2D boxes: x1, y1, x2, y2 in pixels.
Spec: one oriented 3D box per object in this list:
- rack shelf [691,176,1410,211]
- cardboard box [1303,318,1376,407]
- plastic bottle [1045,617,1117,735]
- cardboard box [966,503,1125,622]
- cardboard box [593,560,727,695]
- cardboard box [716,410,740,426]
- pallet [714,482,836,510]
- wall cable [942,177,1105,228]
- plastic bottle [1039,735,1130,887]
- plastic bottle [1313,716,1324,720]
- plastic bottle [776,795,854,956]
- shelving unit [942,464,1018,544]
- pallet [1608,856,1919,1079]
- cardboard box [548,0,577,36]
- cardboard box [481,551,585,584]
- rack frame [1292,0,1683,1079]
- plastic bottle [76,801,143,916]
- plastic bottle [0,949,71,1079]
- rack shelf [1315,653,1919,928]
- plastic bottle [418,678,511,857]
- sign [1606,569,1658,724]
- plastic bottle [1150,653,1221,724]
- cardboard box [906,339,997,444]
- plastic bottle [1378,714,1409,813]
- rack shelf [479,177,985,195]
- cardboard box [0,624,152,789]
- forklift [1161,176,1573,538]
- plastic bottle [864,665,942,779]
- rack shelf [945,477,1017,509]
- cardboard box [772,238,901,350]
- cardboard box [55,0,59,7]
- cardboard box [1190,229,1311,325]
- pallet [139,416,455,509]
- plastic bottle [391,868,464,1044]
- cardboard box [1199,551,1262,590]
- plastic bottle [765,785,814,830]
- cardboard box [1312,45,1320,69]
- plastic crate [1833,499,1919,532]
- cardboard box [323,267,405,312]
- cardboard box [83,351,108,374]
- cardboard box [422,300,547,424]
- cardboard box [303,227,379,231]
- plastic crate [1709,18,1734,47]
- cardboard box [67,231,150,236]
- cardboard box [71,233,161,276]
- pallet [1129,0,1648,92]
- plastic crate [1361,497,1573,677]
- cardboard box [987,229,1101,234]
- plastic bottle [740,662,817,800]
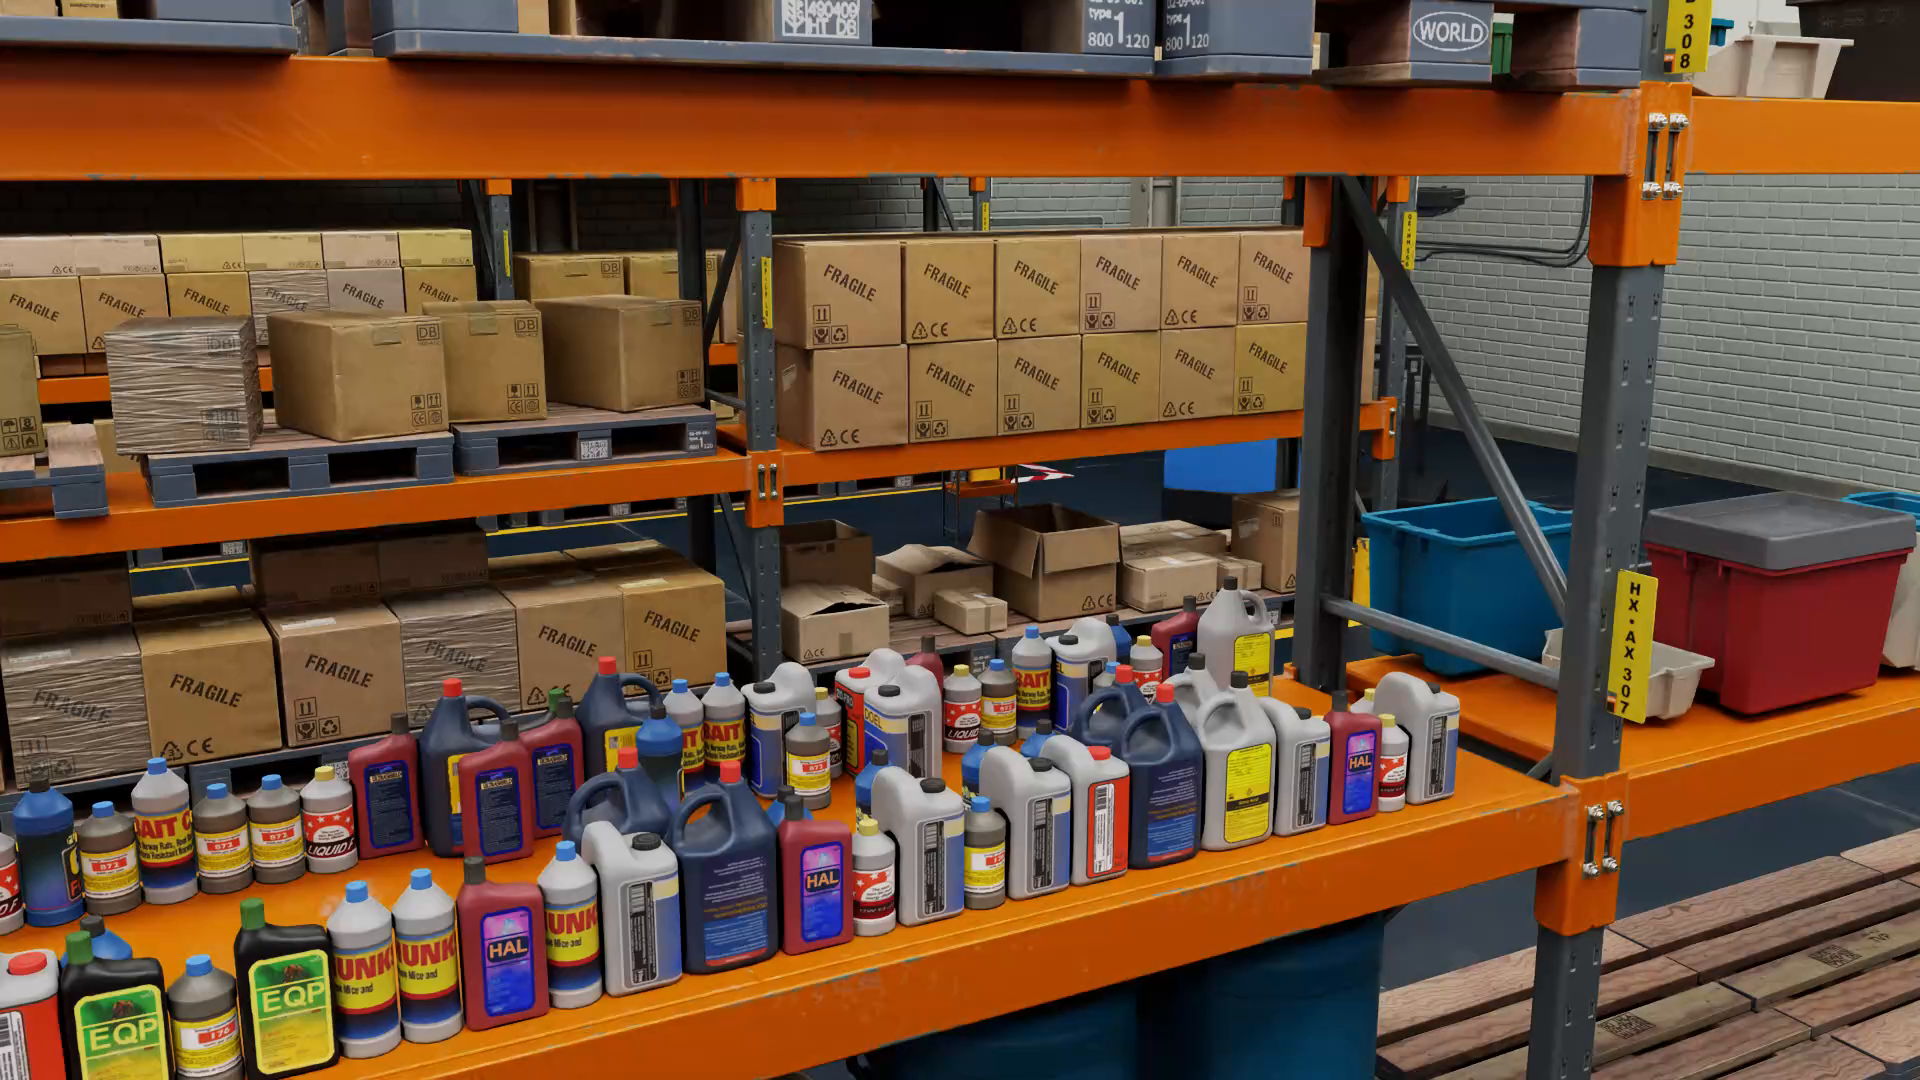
[{"bbox_3d":[0.585,-2.018,9.049,4.000,0.370,1.077,-7,14,-28],"label":"rack shelf"},{"bbox_3d":[2.077,-1.065,9.780,0.500,0.500,0.500,-6,14,-26],"label":"cardboard box"},{"bbox_3d":[0.289,0.335,4.073,0.135,0.276,0.152,-7,14,-28],"label":"plastic bottle"},{"bbox_3d":[0.476,0.110,9.473,0.637,0.503,0.797,-7,14,-28],"label":"cardboard box"},{"bbox_3d":[-1.467,0.417,8.114,0.500,0.500,0.500,-7,14,-28],"label":"cardboard box"},{"bbox_3d":[-1.948,-0.799,13.564,0.500,0.500,0.700,-6,14,-27],"label":"cardboard box"},{"bbox_3d":[-1.771,-0.483,13.773,1.213,0.211,1.003,-7,14,-28],"label":"pallet"},{"bbox_3d":[0.634,-2.882,15.771,1.851,1.984,0.084,-7,14,-28],"label":"wall cable"},{"bbox_3d":[0.245,0.516,3.267,0.135,0.276,0.152,-7,14,-28],"label":"plastic bottle"},{"bbox_3d":[0.773,0.481,3.594,0.097,0.201,0.097,0,13,0],"label":"plastic bottle"},{"bbox_3d":[-0.258,0.584,2.947,0.133,0.283,0.061,-7,14,-28],"label":"plastic bottle"},{"bbox_3d":[0.145,-0.603,12.055,0.503,1.200,0.258,-7,14,-28],"label":"shelving unit"},{"bbox_3d":[2.898,1.407,5.378,1.213,0.211,1.003,-7,14,-28],"label":"pallet"},{"bbox_3d":[-1.648,-2.422,7.794,0.600,0.600,0.600,-8,15,-33],"label":"cardboard box"},{"bbox_3d":[-2.175,0.372,8.314,0.500,0.500,0.500,-7,14,-27],"label":"cardboard box"},{"bbox_3d":[1.199,0.260,4.121,0.127,3.000,1.000,-7,14,-28],"label":"rack frame"},{"bbox_3d":[-1.592,0.590,3.110,0.097,0.201,0.097,0,13,0],"label":"plastic bottle"},{"bbox_3d":[-1.371,0.710,2.406,0.135,0.276,0.152,-7,14,-28],"label":"plastic bottle"},{"bbox_3d":[2.955,0.401,5.135,4.000,0.370,1.077,-7,14,-28],"label":"rack shelf"},{"bbox_3d":[-0.998,0.451,3.384,0.185,0.351,0.144,-7,14,-28],"label":"plastic bottle"},{"bbox_3d":[1.461,0.231,3.618,0.005,0.325,0.100,-7,14,-28],"label":"sign"},{"bbox_3d":[0.480,0.416,3.540,0.185,0.351,0.144,-7,14,-28],"label":"plastic bottle"},{"bbox_3d":[-0.145,-0.799,8.600,0.500,0.500,0.500,-7,14,-27],"label":"cardboard box"},{"bbox_3d":[0.920,0.478,3.604,0.097,0.201,0.097,0,13,0],"label":"plastic bottle"},{"bbox_3d":[-1.792,-2.972,13.289,4.000,0.370,1.077,-7,14,-28],"label":"rack shelf"},{"bbox_3d":[-3.688,0.682,6.938,0.500,0.500,0.500,-7,15,-30],"label":"cardboard box"},{"bbox_3d":[3.084,-1.500,12.097,3.031,2.935,1.130,5,14,21],"label":"forklift"},{"bbox_3d":[-0.129,0.423,3.681,0.135,0.276,0.152,-7,14,-28],"label":"plastic bottle"},{"bbox_3d":[0.145,-0.343,12.113,0.480,0.148,0.258,-7,14,-28],"label":"rack shelf"},{"bbox_3d":[-0.622,-1.227,8.223,0.500,0.500,0.500,-6,14,-26],"label":"cardboard box"},{"bbox_3d":[-3.401,-2.426,6.719,0.500,0.500,0.500,-7,14,-28],"label":"cardboard box"},{"bbox_3d":[1.638,-1.499,9.433,0.500,0.500,0.500,-6,14,-26],"label":"cardboard box"},{"bbox_3d":[-2.977,-0.386,7.428,1.213,0.211,1.003,-7,14,-28],"label":"pallet"},{"bbox_3d":[-0.851,0.657,2.653,0.097,0.271,0.097,0,13,0],"label":"plastic bottle"},{"bbox_3d":[1.582,0.182,9.919,0.250,0.166,0.380,-7,14,-28],"label":"cardboard box"},{"bbox_3d":[-0.312,0.577,3.008,0.097,0.271,0.097,0,13,0],"label":"plastic bottle"},{"bbox_3d":[2.011,-2.646,9.408,0.500,0.250,0.500,-7,14,-28],"label":"cardboard box"},{"bbox_3d":[2.917,0.025,5.413,0.300,0.233,0.416,-7,14,-28],"label":"plastic crate"},{"bbox_3d":[-4.275,-1.700,11.880,0.500,0.500,0.500,-7,14,-27],"label":"cardboard box"},{"bbox_3d":[-5.774,-1.221,11.229,0.250,0.149,0.380,-6,14,-27],"label":"cardboard box"},{"bbox_3d":[-2.267,-0.857,7.901,0.500,0.500,0.700,-4,13,-19],"label":"cardboard box"},{"bbox_3d":[-4.532,-2.164,12.234,0.500,0.250,0.500,-7,14,-27],"label":"cardboard box"},{"bbox_3d":[1.845,-1.279,4.509,0.300,0.233,0.416,-7,14,-28],"label":"plastic crate"},{"bbox_3d":[-5.877,-2.002,11.516,0.500,0.250,0.500,-7,15,-29],"label":"cardboard box"},{"bbox_3d":[-5.628,-1.906,11.087,0.500,0.250,0.500,-7,14,-27],"label":"cardboard box"},{"bbox_3d":[0.558,-1.010,3.362,1.003,0.211,1.213,-7,14,-28],"label":"pallet"},{"bbox_3d":[1.446,0.124,4.626,0.575,0.384,0.392,-7,14,-28],"label":"plastic crate"},{"bbox_3d":[0.482,-1.494,9.413,0.500,0.500,0.500,-7,14,-28],"label":"cardboard box"},{"bbox_3d":[-0.406,0.418,3.703,0.135,0.276,0.152,-7,14,-28],"label":"plastic bottle"}]
